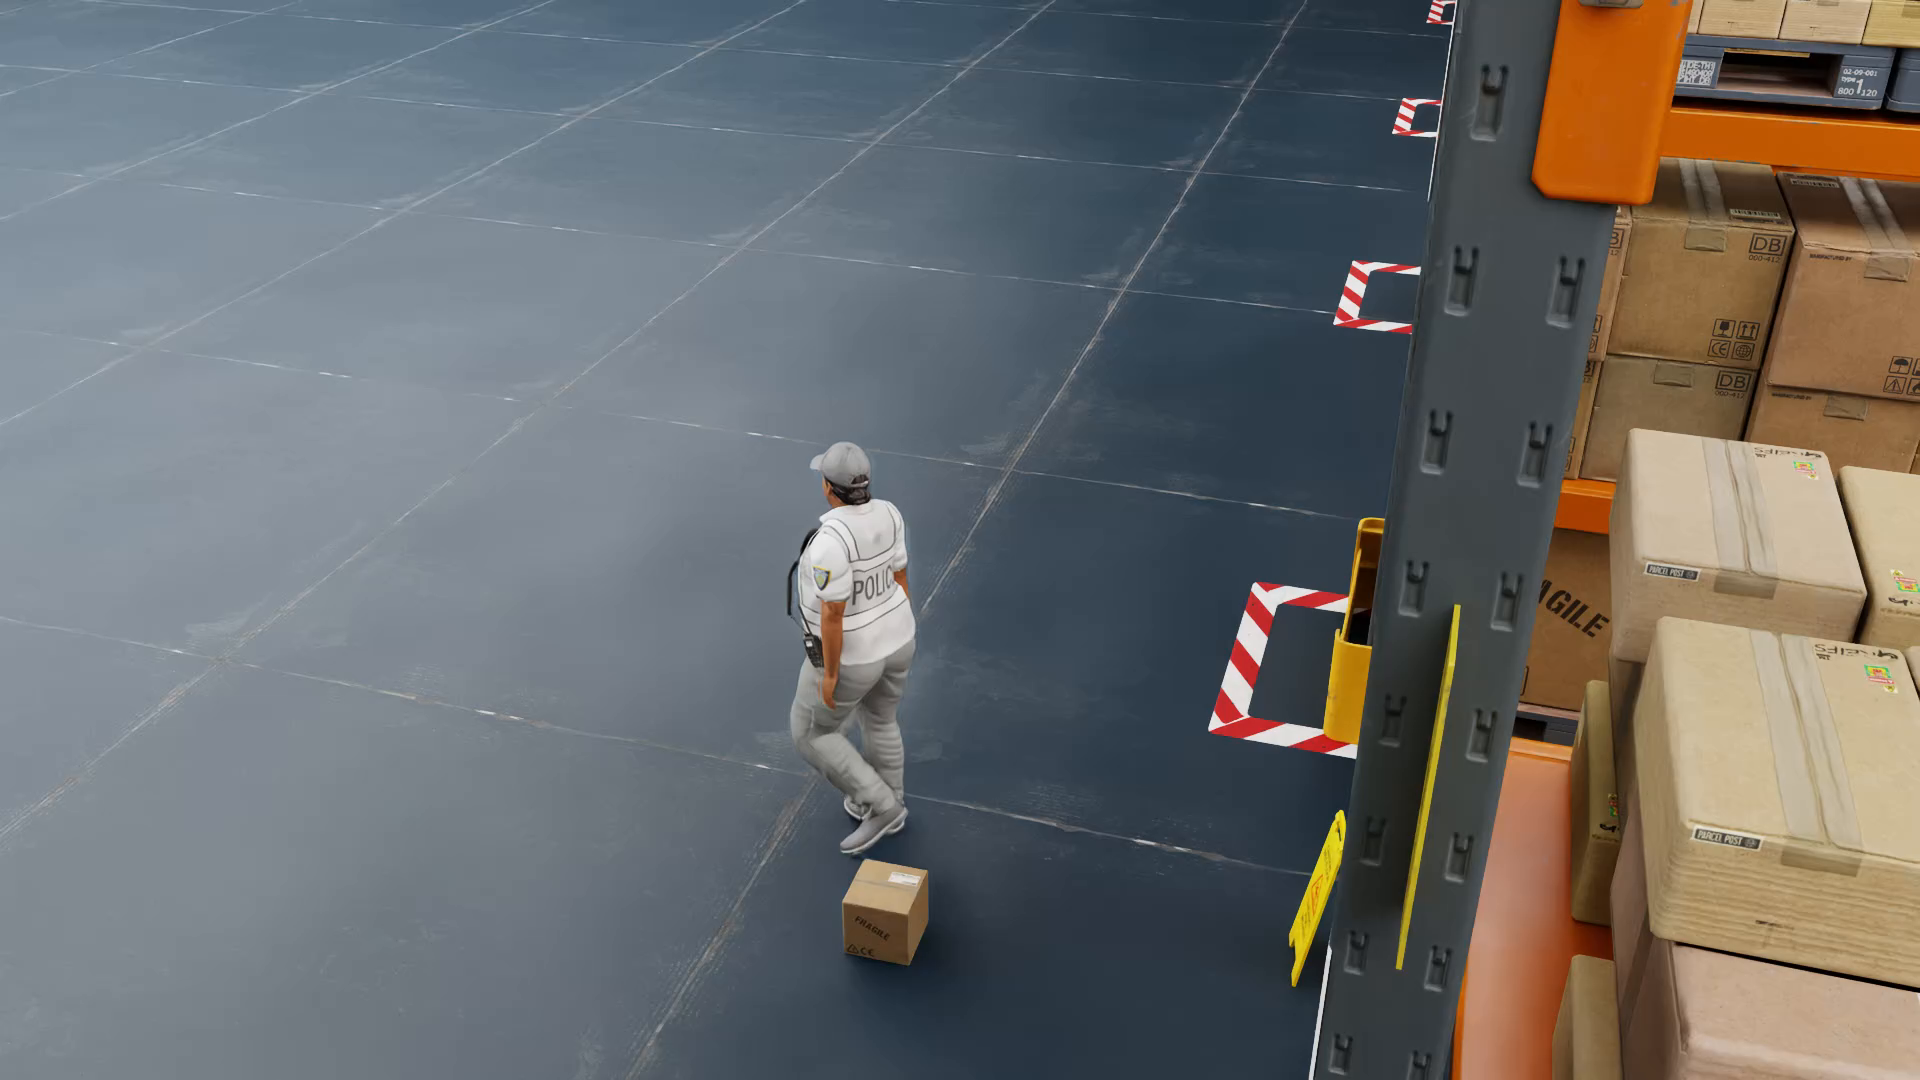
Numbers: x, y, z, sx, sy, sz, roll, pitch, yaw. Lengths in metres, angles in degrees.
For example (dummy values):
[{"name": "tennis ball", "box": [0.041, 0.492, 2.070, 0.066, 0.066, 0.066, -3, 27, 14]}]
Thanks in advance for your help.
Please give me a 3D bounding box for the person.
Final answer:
[{"name": "person", "box": [-0.376, 0.433, 6.345, 0.555, 1.654, 0.570, 21, 36, 32]}]
